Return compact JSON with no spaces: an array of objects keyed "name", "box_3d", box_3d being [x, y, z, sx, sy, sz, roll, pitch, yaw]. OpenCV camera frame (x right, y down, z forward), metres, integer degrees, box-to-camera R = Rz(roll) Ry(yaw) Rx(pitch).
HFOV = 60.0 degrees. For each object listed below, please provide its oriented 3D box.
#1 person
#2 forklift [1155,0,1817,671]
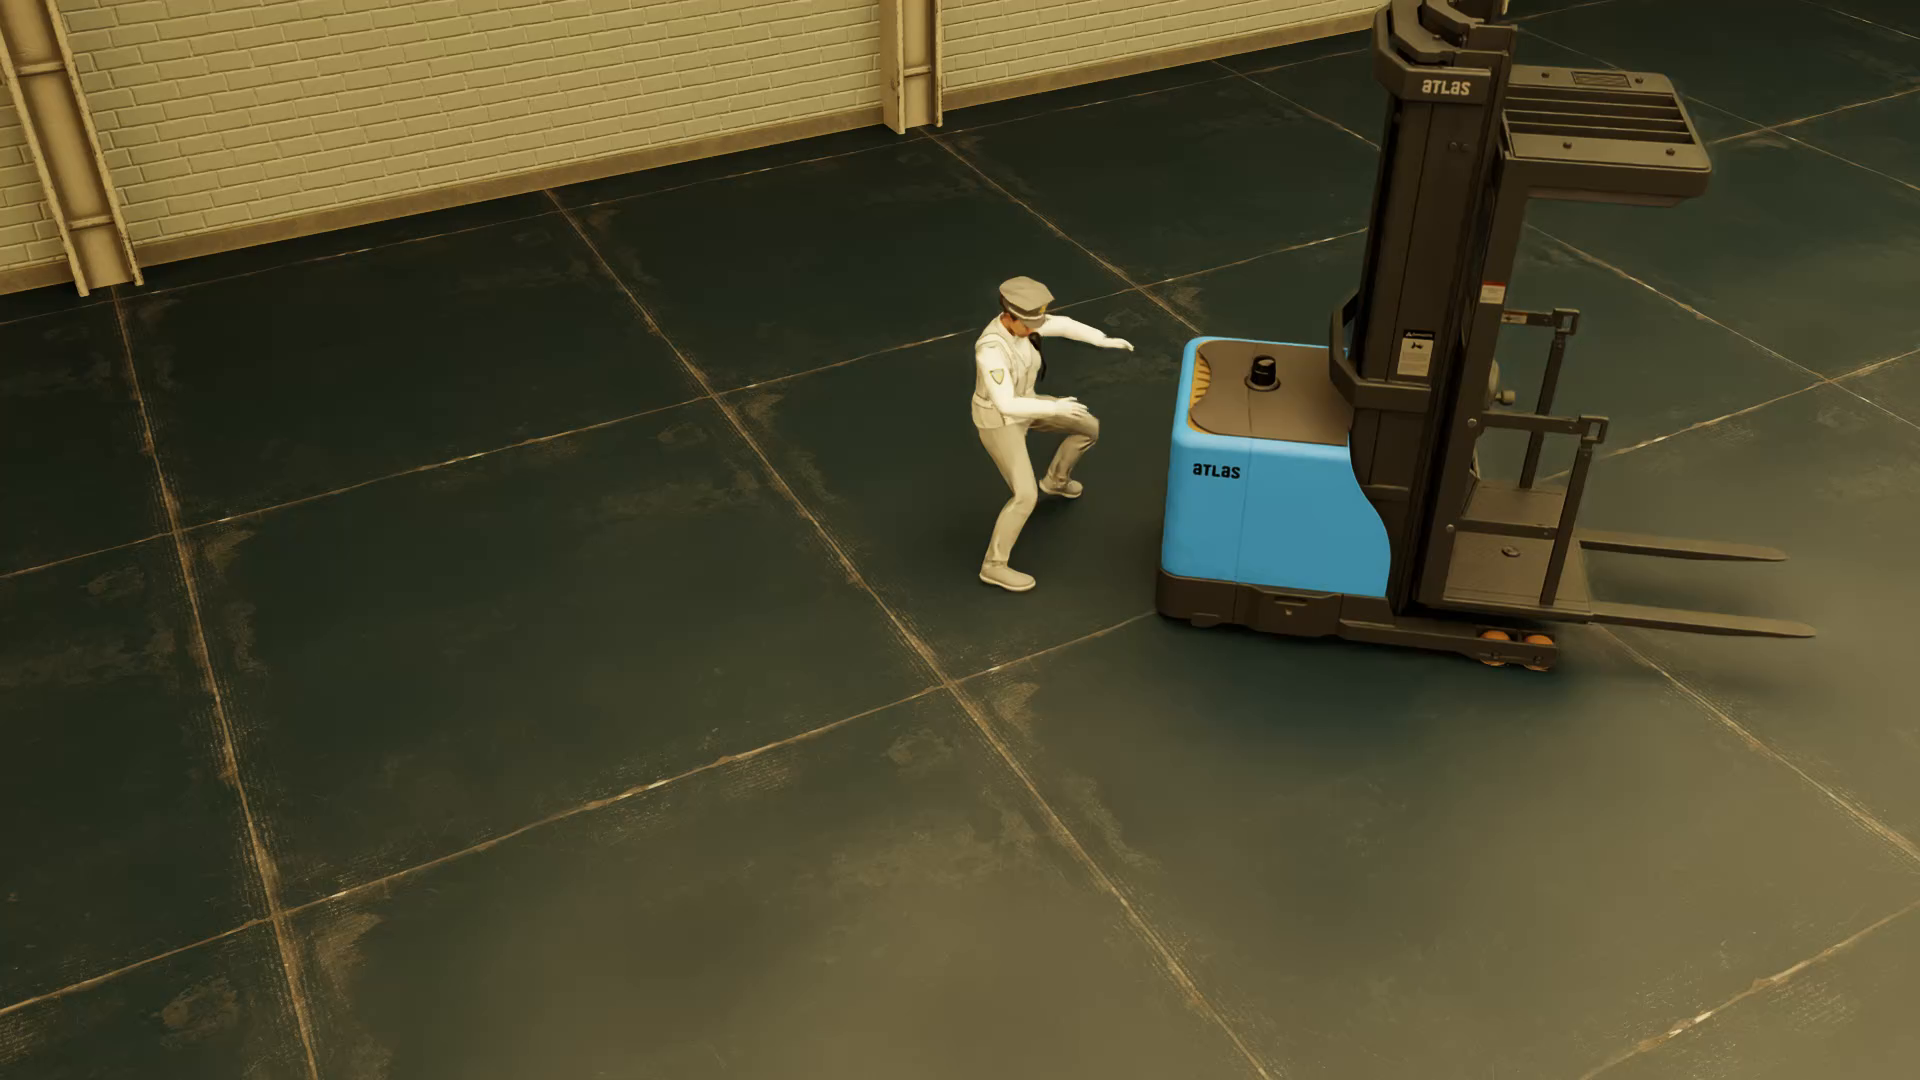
[{"name":"person","box_3d":[0.396,-0.606,8.267,0.691,1.445,0.990,22,41,28]},{"name":"forklift","box_3d":[2.514,-0.918,7.422,3.031,2.935,1.130,6,36,8]}]
